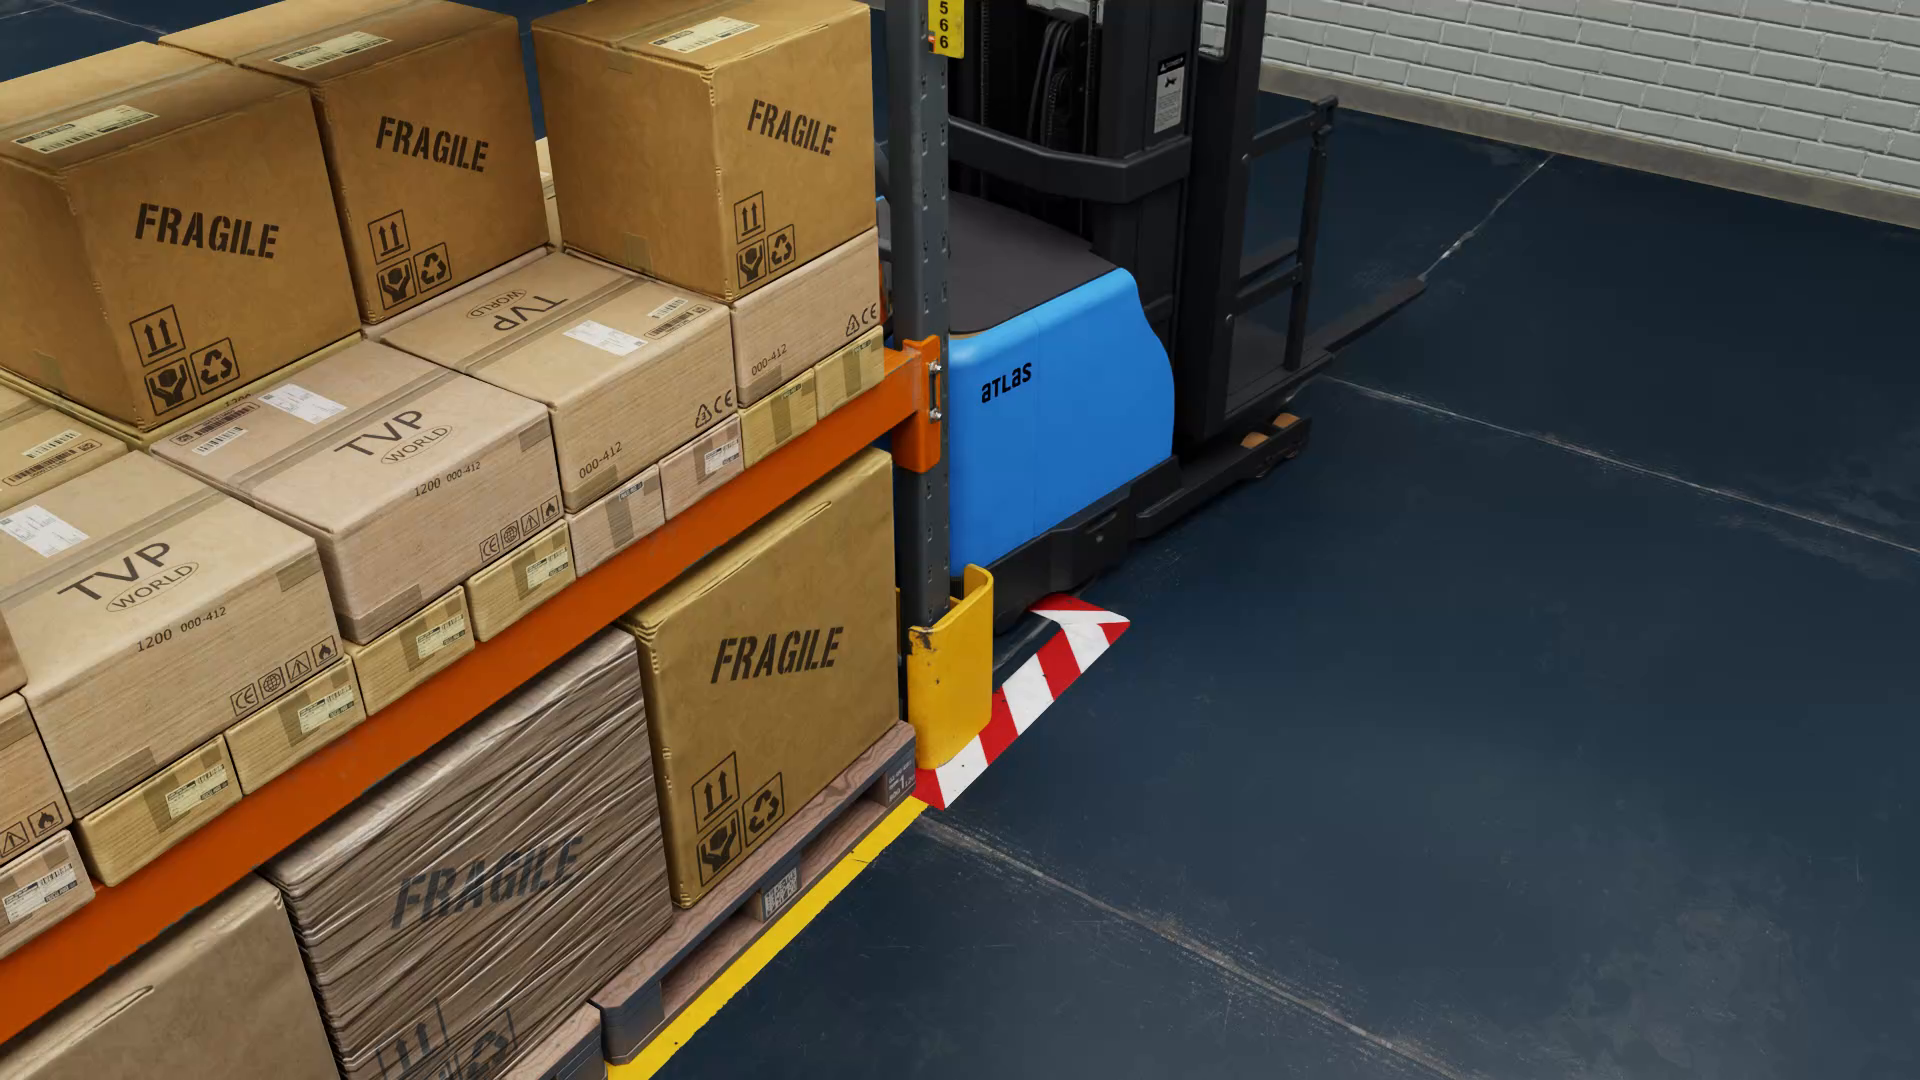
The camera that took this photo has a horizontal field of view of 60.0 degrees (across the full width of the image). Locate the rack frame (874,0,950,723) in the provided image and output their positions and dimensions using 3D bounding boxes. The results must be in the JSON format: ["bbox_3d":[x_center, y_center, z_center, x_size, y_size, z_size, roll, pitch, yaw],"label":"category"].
[{"bbox_3d":[-0.472,-0.823,4.289,1.000,3.000,0.127,21,39,28],"label":"rack frame"}]

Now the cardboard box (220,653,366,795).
[{"bbox_3d":[-1.276,0.254,2.921,0.380,0.149,0.250,22,40,29],"label":"cardboard box"}]

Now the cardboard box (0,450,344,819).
[{"bbox_3d":[-1.403,0.133,2.745,0.500,0.250,0.500,21,40,28],"label":"cardboard box"}]

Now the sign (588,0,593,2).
[{"bbox_3d":[-0.924,-1.394,4.290,0.100,0.325,0.005,21,39,28],"label":"sign"}]

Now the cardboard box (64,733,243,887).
[{"bbox_3d":[-1.423,0.374,2.743,0.380,0.149,0.250,20,39,27],"label":"cardboard box"}]

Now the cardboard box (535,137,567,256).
[{"bbox_3d":[-0.967,-0.749,4.048,0.500,0.250,0.500,20,39,27],"label":"cardboard box"}]

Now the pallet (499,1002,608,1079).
[{"bbox_3d":[-1.559,1.285,3.662,1.003,0.211,1.213,21,39,28],"label":"pallet"}]

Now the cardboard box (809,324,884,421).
[{"bbox_3d":[-0.404,-0.450,3.961,0.380,0.149,0.250,22,40,29],"label":"cardboard box"}]

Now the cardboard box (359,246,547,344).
[{"bbox_3d":[-1.258,-0.508,3.692,0.500,0.250,0.500,21,39,28],"label":"cardboard box"}]

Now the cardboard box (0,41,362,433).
[{"bbox_3d":[-1.543,-0.589,3.143,0.500,0.500,0.500,20,39,27],"label":"cardboard box"}]

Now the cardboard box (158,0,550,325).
[{"bbox_3d":[-1.252,-0.830,3.498,0.500,0.500,0.500,20,39,27],"label":"cardboard box"}]

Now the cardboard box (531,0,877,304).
[{"bbox_3d":[-0.533,-0.886,3.582,0.500,0.500,0.500,22,40,29],"label":"cardboard box"}]

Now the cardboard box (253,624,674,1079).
[{"bbox_3d":[-1.290,0.622,3.674,0.875,0.875,0.875,21,39,28],"label":"cardboard box"}]

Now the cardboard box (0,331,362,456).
[{"bbox_3d":[-1.547,-0.278,3.351,0.500,0.250,0.500,20,39,27],"label":"cardboard box"}]

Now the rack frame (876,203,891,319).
[{"bbox_3d":[-0.293,-0.723,4.878,0.015,2.100,0.400,-22,43,-18],"label":"rack frame"}]

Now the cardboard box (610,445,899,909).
[{"bbox_3d":[-0.771,0.204,4.293,0.875,0.875,0.875,21,39,28],"label":"cardboard box"}]

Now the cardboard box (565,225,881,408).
[{"bbox_3d":[-0.530,-0.576,3.792,0.500,0.250,0.500,21,39,27],"label":"cardboard box"}]

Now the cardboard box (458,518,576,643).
[{"bbox_3d":[-0.985,0.021,3.266,0.380,0.149,0.250,20,39,27],"label":"cardboard box"}]

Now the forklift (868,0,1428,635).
[{"bbox_3d":[0.662,-1.621,5.531,1.130,2.935,3.031,29,43,35],"label":"forklift"}]

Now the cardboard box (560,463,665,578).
[{"bbox_3d":[-0.839,-0.099,3.443,0.380,0.149,0.250,22,40,29],"label":"cardboard box"}]

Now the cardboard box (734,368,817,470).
[{"bbox_3d":[-0.551,-0.329,3.784,0.380,0.149,0.250,22,40,29],"label":"cardboard box"}]

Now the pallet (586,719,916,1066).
[{"bbox_3d":[-0.863,0.725,4.489,1.003,0.211,1.213,21,39,28],"label":"pallet"}]

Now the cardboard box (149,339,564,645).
[{"bbox_3d":[-1.110,-0.108,3.101,0.500,0.250,0.500,20,39,27],"label":"cardboard box"}]

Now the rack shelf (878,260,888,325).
[{"bbox_3d":[-0.508,-0.626,4.812,0.480,0.518,0.431,-22,43,-18],"label":"rack shelf"}]

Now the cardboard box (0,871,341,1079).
[{"bbox_3d":[-1.797,1.032,3.068,0.875,0.875,0.875,21,39,28],"label":"cardboard box"}]

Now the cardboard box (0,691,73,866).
[{"bbox_3d":[-1.691,0.357,2.413,0.500,0.250,0.500,22,40,29],"label":"cardboard box"}]

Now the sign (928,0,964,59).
[{"bbox_3d":[-0.034,-1.221,3.632,0.100,0.325,0.005,21,39,28],"label":"sign"}]

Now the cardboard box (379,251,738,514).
[{"bbox_3d":[-0.820,-0.343,3.448,0.500,0.250,0.500,21,39,27],"label":"cardboard box"}]

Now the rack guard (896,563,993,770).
[{"bbox_3d":[-0.458,0.202,5.005,1.175,0.500,0.348,21,39,28],"label":"rack guard"}]

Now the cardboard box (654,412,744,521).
[{"bbox_3d":[-0.696,-0.214,3.613,0.380,0.149,0.250,21,40,28],"label":"cardboard box"}]

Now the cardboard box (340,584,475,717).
[{"bbox_3d":[-1.133,0.140,3.089,0.380,0.149,0.250,21,40,28],"label":"cardboard box"}]

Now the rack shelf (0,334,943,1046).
[{"bbox_3d":[-1.612,0.396,3.129,1.077,0.370,4.000,21,39,28],"label":"rack shelf"}]

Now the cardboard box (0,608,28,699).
[{"bbox_3d":[-1.689,0.043,2.208,0.500,0.500,0.500,20,39,27],"label":"cardboard box"}]

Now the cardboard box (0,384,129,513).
[{"bbox_3d":[-1.841,-0.036,2.994,0.500,0.250,0.500,20,39,27],"label":"cardboard box"}]

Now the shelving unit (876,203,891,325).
[{"bbox_3d":[-0.509,-0.636,4.803,0.503,2.100,0.431,-22,43,-18],"label":"shelving unit"}]

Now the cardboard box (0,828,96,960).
[{"bbox_3d":[-1.572,0.496,2.564,0.380,0.149,0.250,22,40,29],"label":"cardboard box"}]
